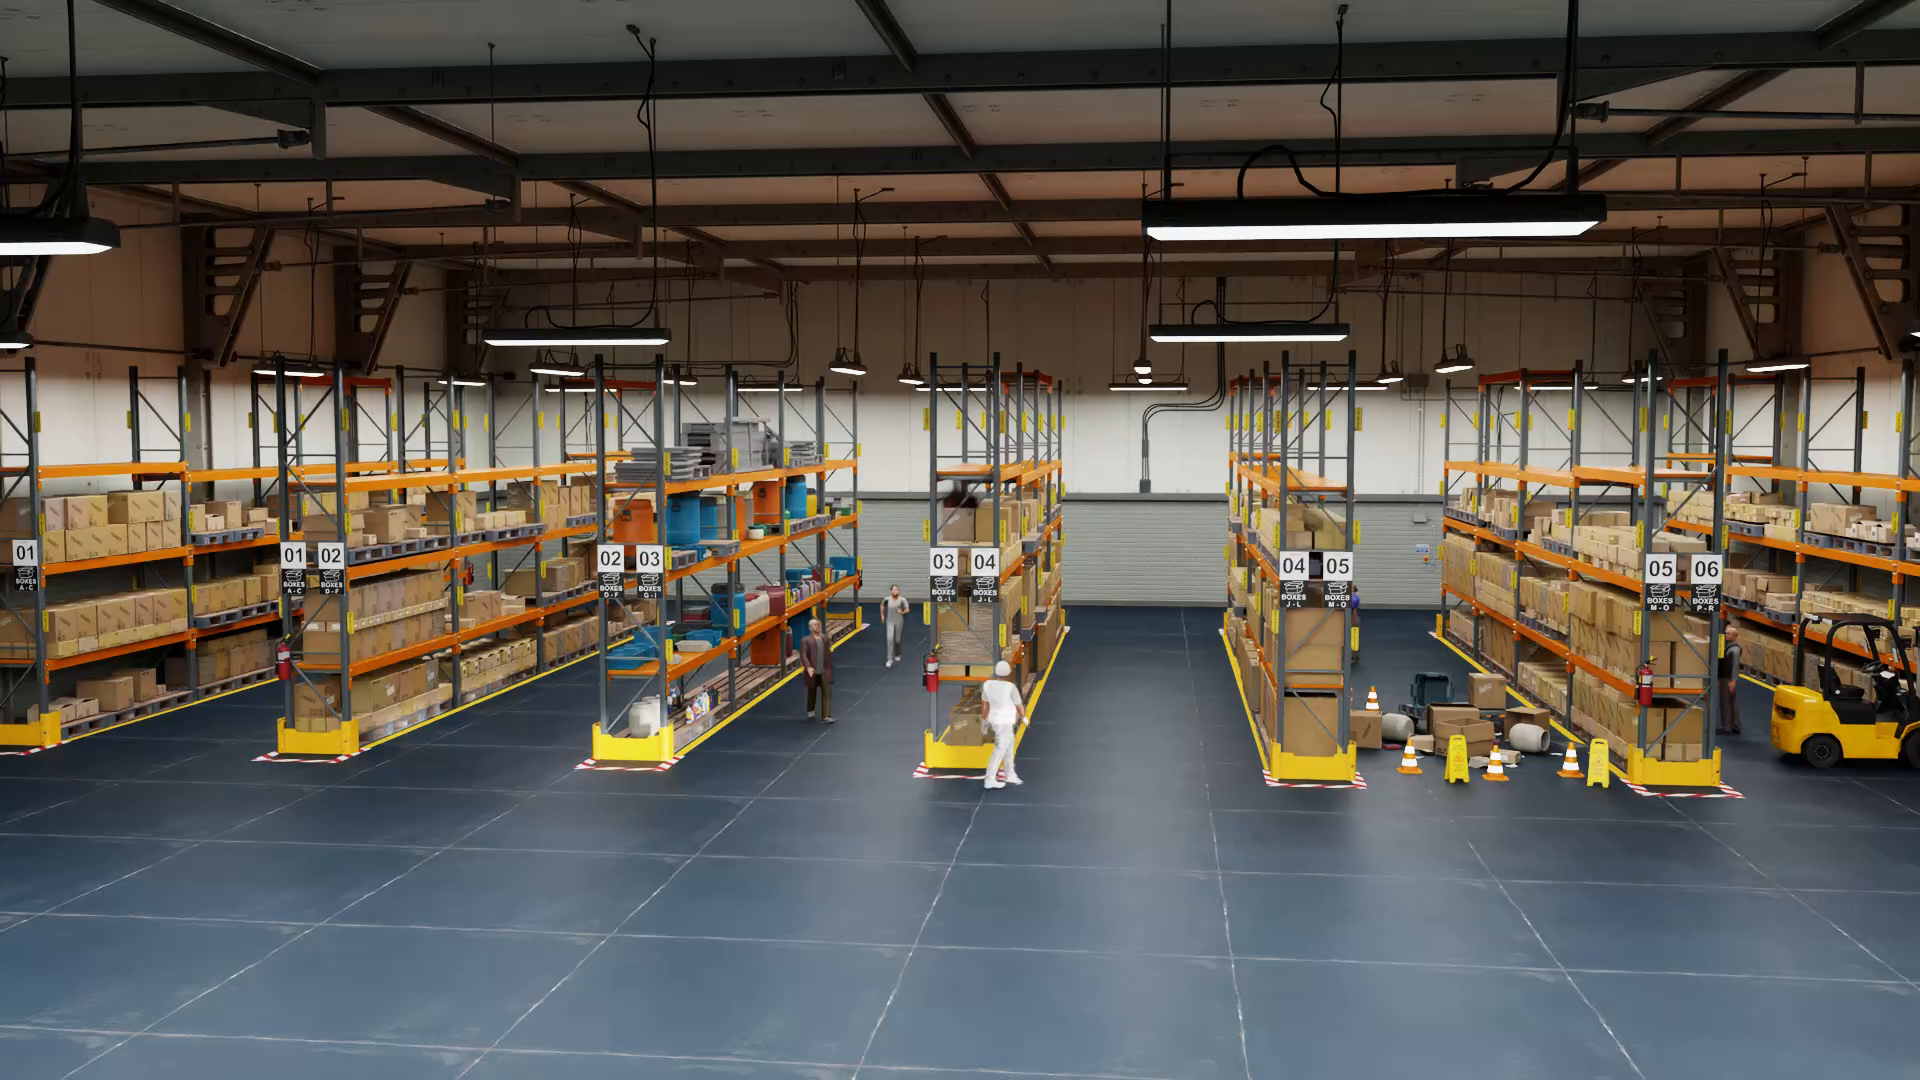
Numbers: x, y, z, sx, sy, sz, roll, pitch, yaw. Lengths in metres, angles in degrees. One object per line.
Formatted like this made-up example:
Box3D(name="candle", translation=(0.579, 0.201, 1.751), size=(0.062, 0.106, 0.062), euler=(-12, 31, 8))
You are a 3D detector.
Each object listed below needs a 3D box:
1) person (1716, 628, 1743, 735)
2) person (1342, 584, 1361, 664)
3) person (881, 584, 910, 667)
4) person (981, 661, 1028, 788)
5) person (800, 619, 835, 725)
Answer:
Box3D(name="person", translation=(12.332, 2.261, 26.710), size=(0.428, 1.722, 0.563), euler=(3, 5, 32))
Box3D(name="person", translation=(8.132, 1.723, 34.563), size=(0.384, 1.665, 0.464), euler=(1, 4, 8))
Box3D(name="person", translation=(-1.345, 1.727, 34.165), size=(0.616, 1.644, 0.997), euler=(0, 4, 4))
Box3D(name="person", translation=(0.652, 2.524, 22.721), size=(0.699, 1.794, 0.539), euler=(-2, 4, -23))
Box3D(name="person", translation=(-2.361, 2.182, 27.627), size=(0.599, 1.716, 1.135), euler=(-1, 4, -15))
